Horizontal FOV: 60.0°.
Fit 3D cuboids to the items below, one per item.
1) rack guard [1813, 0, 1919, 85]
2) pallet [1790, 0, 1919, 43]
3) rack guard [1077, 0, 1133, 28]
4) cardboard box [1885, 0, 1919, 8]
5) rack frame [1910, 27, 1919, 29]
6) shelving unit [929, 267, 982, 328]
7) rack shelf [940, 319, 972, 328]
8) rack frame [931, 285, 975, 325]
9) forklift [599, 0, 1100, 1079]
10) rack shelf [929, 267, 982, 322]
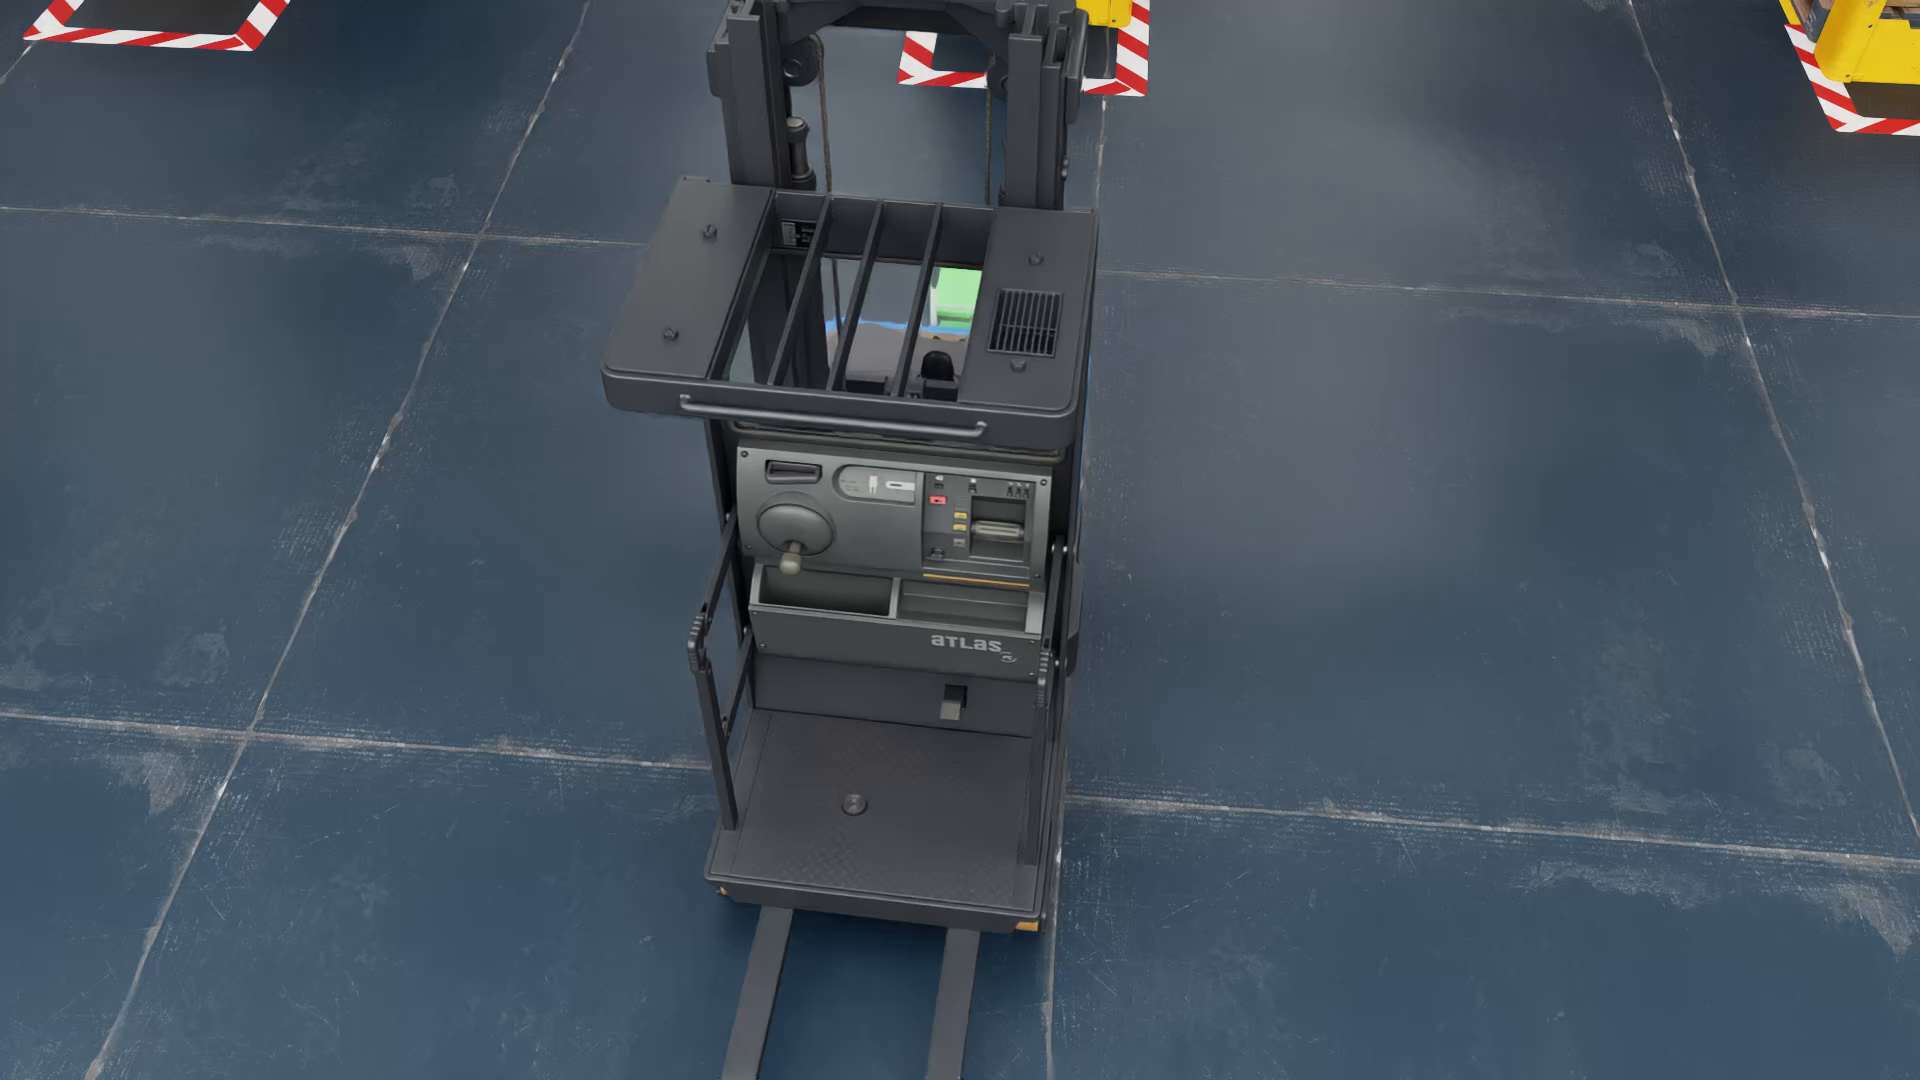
[{"bbox_3d":[5.320,-2.756,8.958,1.175,0.500,0.348,4,48,4],"label":"rack guard"},{"bbox_3d":[5.317,-3.269,9.623,1.003,0.211,1.213,4,48,4],"label":"pallet"},{"bbox_3d":[0.399,-3.237,9.398,1.175,0.500,0.348,4,48,4],"label":"rack guard"},{"bbox_3d":[5.318,-3.544,9.140,0.875,0.875,0.875,4,48,4],"label":"cardboard box"},{"bbox_3d":[5.322,-3.617,8.051,1.000,3.000,0.127,4,48,4],"label":"rack frame"},{"bbox_3d":[0.046,-0.675,6.580,0.258,1.200,0.503,6,48,5],"label":"shelving unit"},{"bbox_3d":[0.046,-0.794,6.450,0.258,0.148,0.480,6,48,5],"label":"rack shelf"},{"bbox_3d":[0.014,-0.496,6.417,0.240,1.200,0.015,6,48,5],"label":"rack frame"},{"bbox_3d":[-0.225,0.035,4.758,1.130,2.935,3.031,6,48,5],"label":"forklift"},{"bbox_3d":[0.046,-0.956,6.273,0.258,0.148,0.480,6,48,5],"label":"rack shelf"}]
